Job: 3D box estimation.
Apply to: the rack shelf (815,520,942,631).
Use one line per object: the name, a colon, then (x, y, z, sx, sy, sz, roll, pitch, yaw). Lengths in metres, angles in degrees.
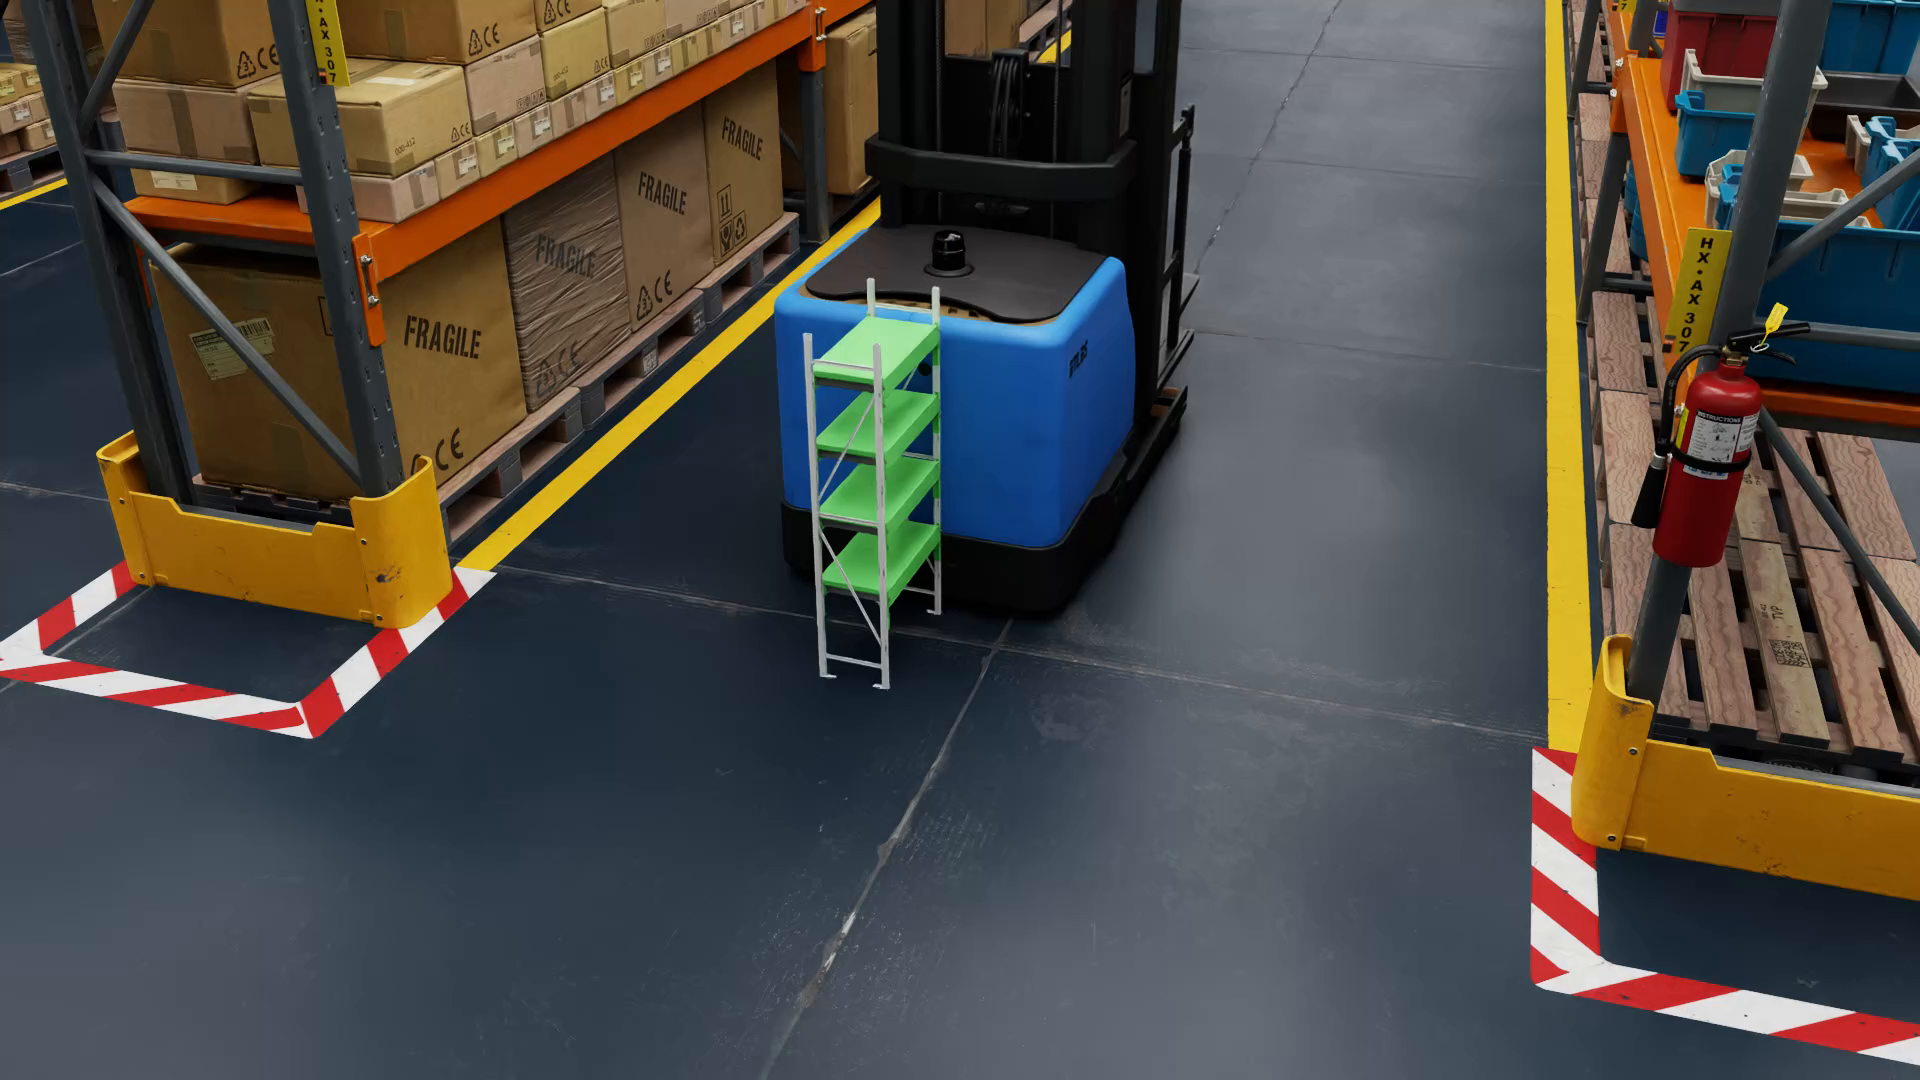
rack shelf: (-0.261, 0.094, 5.473, 0.258, 0.148, 0.480, 10, 31, 17)

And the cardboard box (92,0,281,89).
cardboard box: (-2.503, -1.827, 5.525, 0.500, 0.500, 0.500, 9, 30, 15)

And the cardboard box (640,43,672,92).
cardboard box: (-1.450, -2.016, 7.046, 0.380, 0.149, 0.250, 9, 30, 16)

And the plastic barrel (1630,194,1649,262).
plastic barrel: (3.690, -1.840, 8.198, 0.600, 0.901, 0.708, 8, 30, 15)

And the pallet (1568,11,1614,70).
pallet: (5.312, -3.883, 13.012, 1.003, 0.211, 1.213, 8, 30, 15)

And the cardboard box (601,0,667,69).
cardboard box: (-1.551, -2.138, 6.856, 0.500, 0.250, 0.500, 8, 30, 14)

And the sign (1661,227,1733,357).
sign: (1.809, -0.606, 4.086, 0.100, 0.325, 0.005, 8, 30, 15)

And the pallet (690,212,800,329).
pallet: (-1.519, -1.469, 8.673, 1.003, 0.211, 1.213, 8, 30, 15)

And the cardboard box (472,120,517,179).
cardboard box: (-1.827, -1.417, 5.970, 0.380, 0.149, 0.250, 8, 30, 14)

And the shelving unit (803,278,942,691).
shelving unit: (-0.261, -0.172, 5.325, 0.258, 1.200, 0.503, 10, 31, 17)

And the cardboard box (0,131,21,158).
cardboard box: (-5.878, -2.382, 9.947, 0.380, 0.149, 0.250, 9, 30, 16)

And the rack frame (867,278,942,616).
rack frame: (-0.179, -0.284, 5.526, 0.240, 1.200, 0.015, 10, 31, 17)

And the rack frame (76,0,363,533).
rack frame: (-2.398, -1.171, 5.269, 0.949, 2.616, 0.053, 8, 30, 15)

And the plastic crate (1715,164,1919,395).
plastic crate: (2.259, -0.688, 4.302, 0.616, 0.435, 0.499, 8, 30, 15)

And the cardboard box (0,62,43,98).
cardboard box: (-5.788, -2.779, 10.049, 0.380, 0.149, 0.250, 9, 30, 16)

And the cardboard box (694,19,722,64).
cardboard box: (-1.299, -2.253, 7.472, 0.380, 0.149, 0.250, 9, 30, 16)

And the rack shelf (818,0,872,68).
rack shelf: (-0.634, -3.644, 10.456, 1.077, 0.370, 4.000, 8, 30, 15)

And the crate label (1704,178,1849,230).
crate label: (2.563, -1.045, 5.253, 0.396, 0.136, 0.243, 8, 30, 15)

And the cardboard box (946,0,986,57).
cardboard box: (-0.538, -3.412, 11.052, 1.225, 0.875, 0.875, 9, 30, 15)

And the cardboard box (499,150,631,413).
cardboard box: (-2.017, -1.157, 6.998, 0.875, 0.875, 0.875, 8, 30, 15)

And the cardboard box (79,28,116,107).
cardboard box: (-5.462, -3.181, 11.022, 0.500, 0.500, 0.500, 10, 31, 17)

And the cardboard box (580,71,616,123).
cardboard box: (-1.600, -1.776, 6.616, 0.380, 0.149, 0.250, 8, 30, 14)

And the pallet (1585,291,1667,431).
pallet: (3.335, -0.757, 7.393, 1.003, 0.211, 1.213, 8, 30, 15)

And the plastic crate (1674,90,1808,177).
plastic crate: (2.697, -1.408, 5.805, 0.416, 0.233, 0.300, 8, 30, 15)

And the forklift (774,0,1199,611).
forklift: (0.337, -1.740, 6.363, 1.130, 2.935, 3.031, 10, 31, 17)

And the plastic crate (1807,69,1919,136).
plastic crate: (3.442, -1.670, 6.388, 0.437, 0.125, 0.590, 8, 30, 15)

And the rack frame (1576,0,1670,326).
rack frame: (3.514, -2.323, 7.340, 1.000, 3.000, 0.127, 8, 30, 15)

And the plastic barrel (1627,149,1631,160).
plastic barrel: (4.229, -2.557, 9.809, 0.600, 0.588, 0.708, 8, 30, 15)

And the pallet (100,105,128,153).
pallet: (-5.706, -2.928, 11.295, 1.003, 0.211, 1.213, 8, 30, 15)

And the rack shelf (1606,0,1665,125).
rack shelf: (4.101, -2.938, 9.185, 1.077, 0.370, 4.000, 8, 30, 15)

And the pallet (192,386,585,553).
pallet: (-2.235, -0.335, 6.634, 1.003, 0.211, 1.213, 8, 30, 15)

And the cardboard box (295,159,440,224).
cardboard box: (-1.975, -1.179, 5.541, 0.380, 0.149, 0.250, 9, 30, 15)

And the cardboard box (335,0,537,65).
cardboard box: (-1.849, -1.980, 5.800, 0.500, 0.500, 0.500, 8, 30, 14)

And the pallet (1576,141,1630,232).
pallet: (4.136, -2.025, 9.674, 1.003, 0.211, 1.213, 8, 30, 15)

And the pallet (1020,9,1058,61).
pallet: (0.184, -4.033, 13.282, 1.003, 0.211, 1.213, 8, 30, 15)

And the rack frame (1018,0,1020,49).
rack frame: (-0.047, -4.888, 11.952, 1.000, 3.000, 0.127, 8, 30, 15)

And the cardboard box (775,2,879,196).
cardboard box: (-1.052, -2.585, 9.564, 1.225, 0.875, 0.875, 9, 30, 15)

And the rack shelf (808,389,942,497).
rack shelf: (-0.261, -0.326, 5.239, 0.258, 0.148, 0.480, 10, 31, 17)

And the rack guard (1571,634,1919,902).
rack guard: (2.345, 0.642, 4.582, 1.175, 0.500, 0.348, 8, 30, 15)

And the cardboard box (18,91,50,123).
cardboard box: (-5.721, -2.660, 10.141, 0.380, 0.149, 0.250, 9, 30, 16)

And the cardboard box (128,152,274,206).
cardboard box: (-2.605, -1.273, 5.711, 0.380, 0.149, 0.250, 9, 30, 16)

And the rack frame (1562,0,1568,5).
rack frame: (5.862, -6.040, 14.023, 1.000, 3.000, 0.127, 8, 30, 15)

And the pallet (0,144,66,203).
pallet: (-6.096, -2.248, 10.074, 1.003, 0.211, 1.213, 8, 30, 15)

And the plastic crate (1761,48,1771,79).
plastic crate: (3.241, -2.038, 7.037, 0.396, 0.136, 0.243, 8, 30, 15)

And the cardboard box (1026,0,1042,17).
cardboard box: (0.281, -4.562, 13.484, 0.700, 0.500, 0.500, 6, 30, 11)
